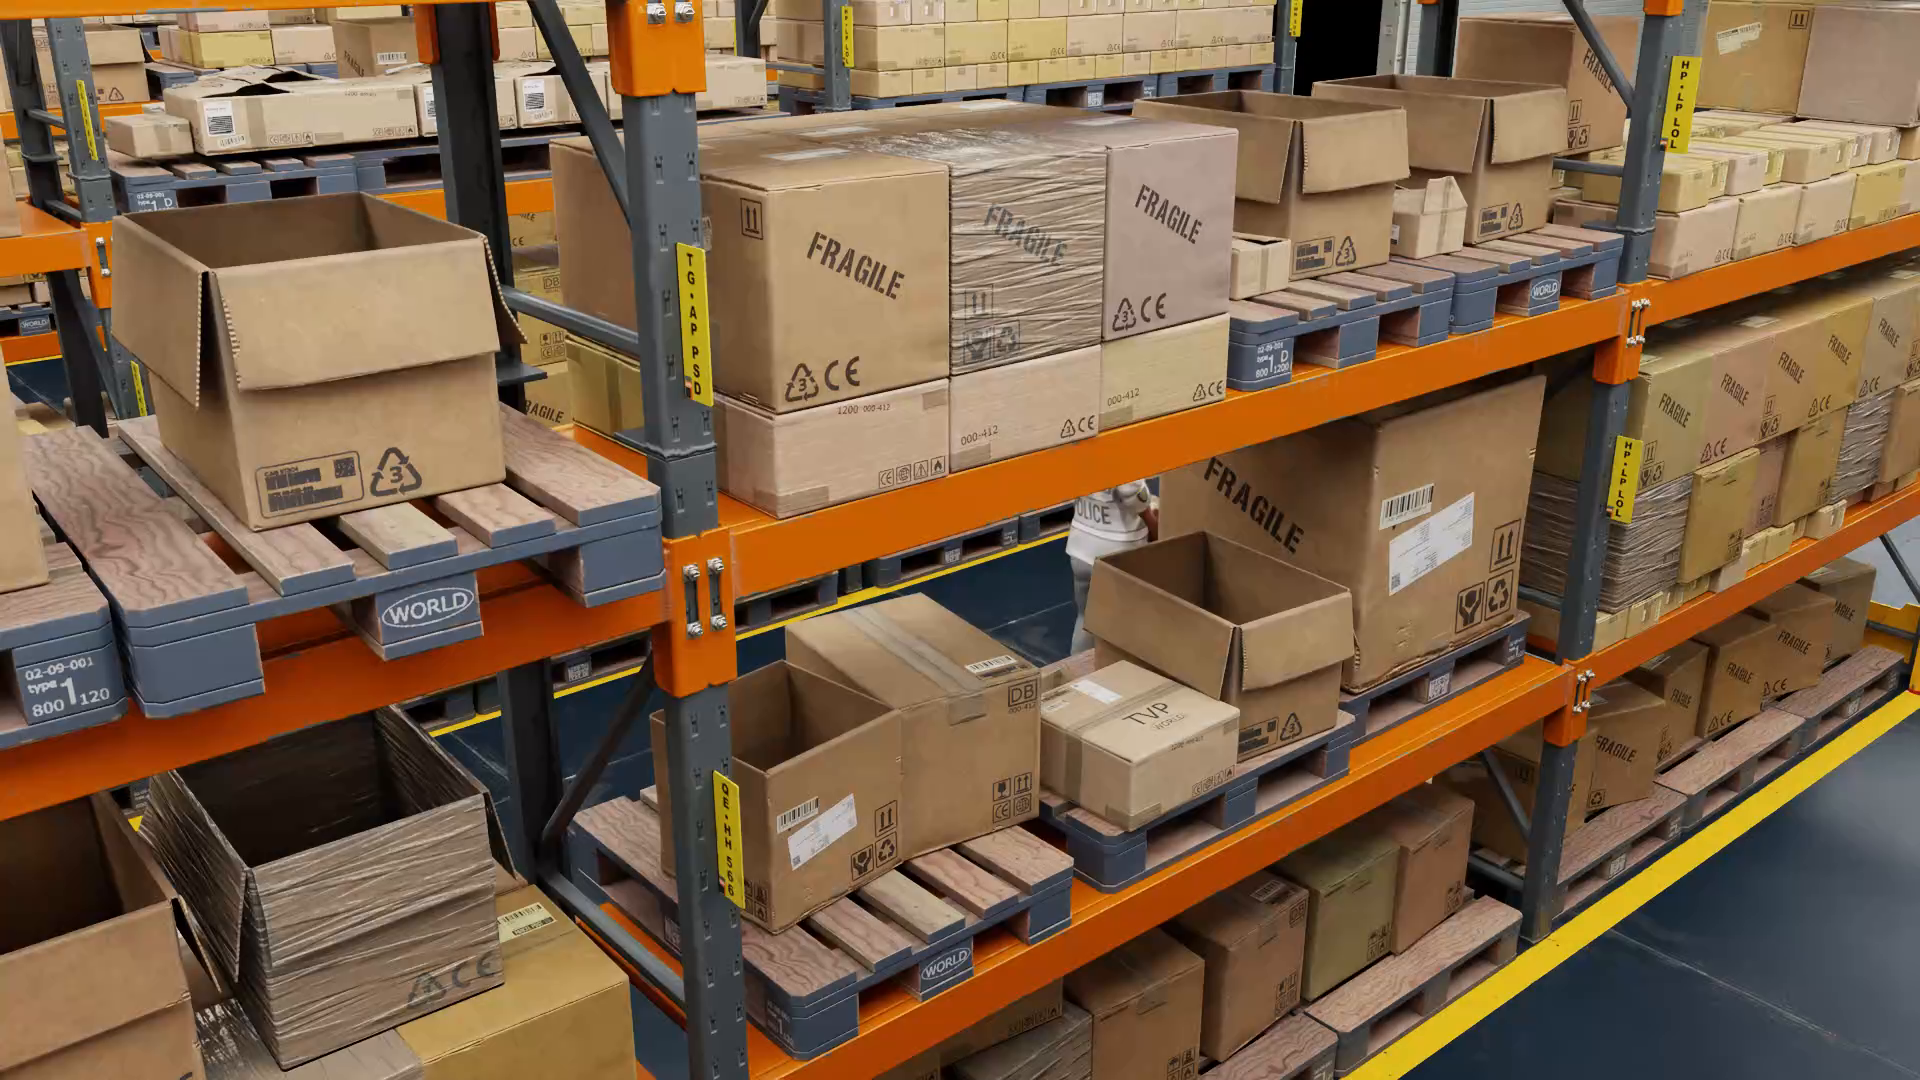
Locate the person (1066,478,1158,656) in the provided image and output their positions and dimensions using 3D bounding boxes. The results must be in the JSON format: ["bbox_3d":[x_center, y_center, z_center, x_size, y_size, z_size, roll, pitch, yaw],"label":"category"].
[{"bbox_3d":[0.842,0.069,8.869,0.558,1.770,0.493,-17,26,-37],"label":"person"}]
